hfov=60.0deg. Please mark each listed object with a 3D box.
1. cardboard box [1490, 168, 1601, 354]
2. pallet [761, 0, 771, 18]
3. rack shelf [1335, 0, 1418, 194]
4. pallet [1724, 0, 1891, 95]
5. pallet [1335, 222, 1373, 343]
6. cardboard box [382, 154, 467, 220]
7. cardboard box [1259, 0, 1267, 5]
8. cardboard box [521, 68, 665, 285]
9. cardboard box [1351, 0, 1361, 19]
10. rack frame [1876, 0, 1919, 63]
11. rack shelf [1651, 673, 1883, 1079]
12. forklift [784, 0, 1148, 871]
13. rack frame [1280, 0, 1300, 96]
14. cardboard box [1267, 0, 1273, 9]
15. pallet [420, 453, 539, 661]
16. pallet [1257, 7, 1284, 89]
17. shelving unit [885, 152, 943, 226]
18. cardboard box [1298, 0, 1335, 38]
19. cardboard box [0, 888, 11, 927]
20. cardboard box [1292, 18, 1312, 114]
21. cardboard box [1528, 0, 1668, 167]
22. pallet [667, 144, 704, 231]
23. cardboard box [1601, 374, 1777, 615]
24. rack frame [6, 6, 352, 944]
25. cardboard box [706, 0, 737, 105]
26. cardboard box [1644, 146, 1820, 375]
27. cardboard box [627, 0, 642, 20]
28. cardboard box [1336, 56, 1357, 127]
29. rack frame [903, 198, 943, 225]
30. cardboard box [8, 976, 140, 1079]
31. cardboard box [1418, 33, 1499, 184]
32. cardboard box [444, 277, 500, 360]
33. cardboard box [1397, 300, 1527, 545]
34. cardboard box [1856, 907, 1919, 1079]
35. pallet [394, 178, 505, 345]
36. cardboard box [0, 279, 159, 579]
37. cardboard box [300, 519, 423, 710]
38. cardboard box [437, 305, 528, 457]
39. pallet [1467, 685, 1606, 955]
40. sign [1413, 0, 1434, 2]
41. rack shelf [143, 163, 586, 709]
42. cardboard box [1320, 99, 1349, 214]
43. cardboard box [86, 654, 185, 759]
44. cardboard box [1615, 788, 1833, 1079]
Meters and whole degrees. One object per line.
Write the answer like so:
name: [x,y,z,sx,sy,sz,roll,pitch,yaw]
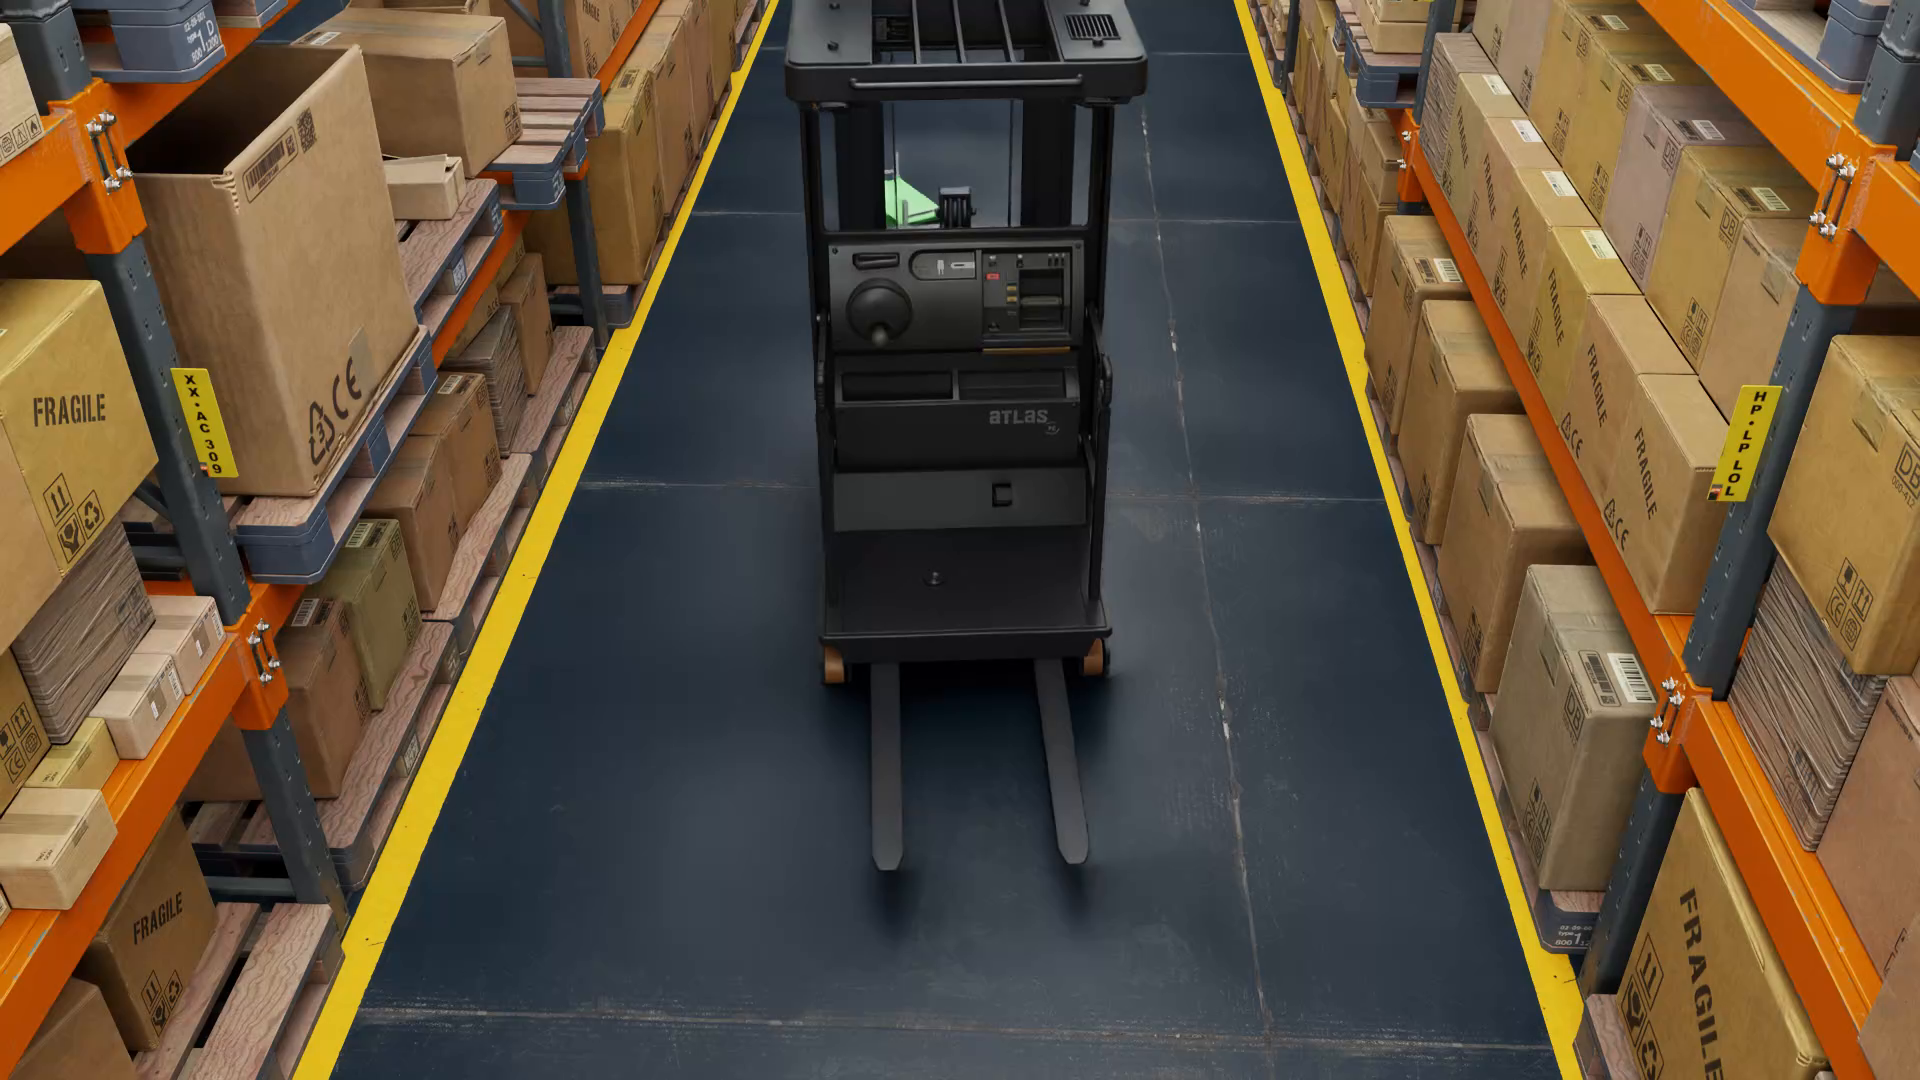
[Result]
cardboard box: [2.259,-1.002,5.980,0.500,0.500,0.500,1,35,1]
pallet: [-2.029,-4.549,13.539,1.003,0.211,1.213,1,35,2]
rack shelf: [2.687,-2.936,9.444,1.077,0.370,4.000,1,35,2]
pallet: [2.434,-1.460,4.276,0.805,0.209,1.217,0,35,0]
pallet: [2.640,-1.389,9.043,1.003,0.211,1.213,1,35,2]
cardboard box: [-2.142,-1.406,6.393,0.396,0.266,0.258,0,35,1]
cardboard box: [2.485,-4.212,12.749,0.380,0.149,0.250,1,35,2]
cardboard box: [-2.296,-1.952,8.901,1.225,0.875,0.875,0,35,0]
cardboard box: [2.189,-2.734,8.385,0.380,0.149,0.250,2,35,3]
rack frame: [2.446,-2.237,2.607,1.000,3.000,0.127,1,35,2]
rack shelf: [2.366,1.661,2.904,1.077,0.370,4.000,1,35,2]
forklift: [0.002,-0.833,5.886,1.130,2.935,3.031,-2,35,-2]
rack frame: [2.768,-4.379,10.872,1.000,3.000,0.127,1,35,2]
cardboard box: [2.454,-4.005,12.195,0.380,0.149,0.250,0,35,0]
pallet: [-2.429,0.035,7.016,1.003,0.211,1.213,1,35,2]
pallet: [2.759,-3.625,12.224,1.003,0.211,1.213,1,35,2]
shelving unit: [-0.269,-1.157,7.853,0.258,1.200,0.503,-19,39,-25]
cardboard box: [2.474,-3.416,10.659,0.500,0.250,0.500,0,35,0]
cardboard box: [-2.350,0.850,3.650,0.380,0.149,0.250,1,35,2]
cardboard box: [2.473,-3.110,10.875,0.500,0.500,0.500,3,35,4]
cardboard box: [2.542,-1.688,6.086,0.700,0.500,0.500,1,35,1]
pallet: [-2.186,-2.263,10.286,1.003,0.211,1.213,1,35,2]
cardboard box: [2.200,-0.130,4.739,0.500,0.500,0.500,1,35,2]
rack frame: [-2.505,0.045,4.578,1.000,3.000,0.127,1,35,2]
cardboard box: [-2.190,-3.486,11.084,1.225,0.875,0.875,1,35,2]
cardboard box: [2.479,-0.814,4.842,0.700,0.500,0.500,1,35,1]
cardboard box: [-2.018,-3.158,9.048,0.500,0.500,0.500,1,35,1]
cardboard box: [2.418,-2.518,9.380,0.500,0.250,0.500,2,35,3]
rack frame: [-0.145,-1.036,7.681,0.240,1.200,0.015,-19,39,-25]
cardboard box: [-2.577,1.454,4.382,0.500,0.500,0.500,12,37,17]
cardboard box: [2.319,-1.870,7.215,0.500,0.500,0.500,2,35,2]
cardboard box: [-2.353,-1.027,7.242,0.500,0.250,0.500,5,35,7]
cardboard box: [2.461,-0.482,6.919,1.050,0.750,0.750,2,35,3]
cardboard box: [2.305,0.992,3.099,0.875,0.550,0.550,1,35,2]
pallet: [-2.383,-1.037,6.283,1.003,0.211,1.213,1,35,2]
cardboard box: [-2.249,-0.262,3.799,0.500,0.500,0.500,1,35,2]
cardboard box: [-2.421,0.262,6.060,0.700,0.500,0.500,1,35,2]
cardboard box: [-2.361,-0.706,7.438,0.700,0.500,0.500,-1,35,-2]
pallet: [2.402,0.913,5.767,1.003,0.211,1.213,1,35,2]
sign: [2.064,-2.529,7.302,0.100,0.325,0.005,1,35,2]
rack shelf: [-2.425,-0.810,6.420,1.077,0.370,4.000,1,35,2]
cardboard box: [2.402,-2.216,9.604,0.500,0.500,0.500,0,35,0]
cardboard box: [-2.240,0.421,4.260,0.380,0.149,0.250,1,35,2]
cardboard box: [2.351,1.275,4.310,0.875,0.875,0.875,2,35,3]
